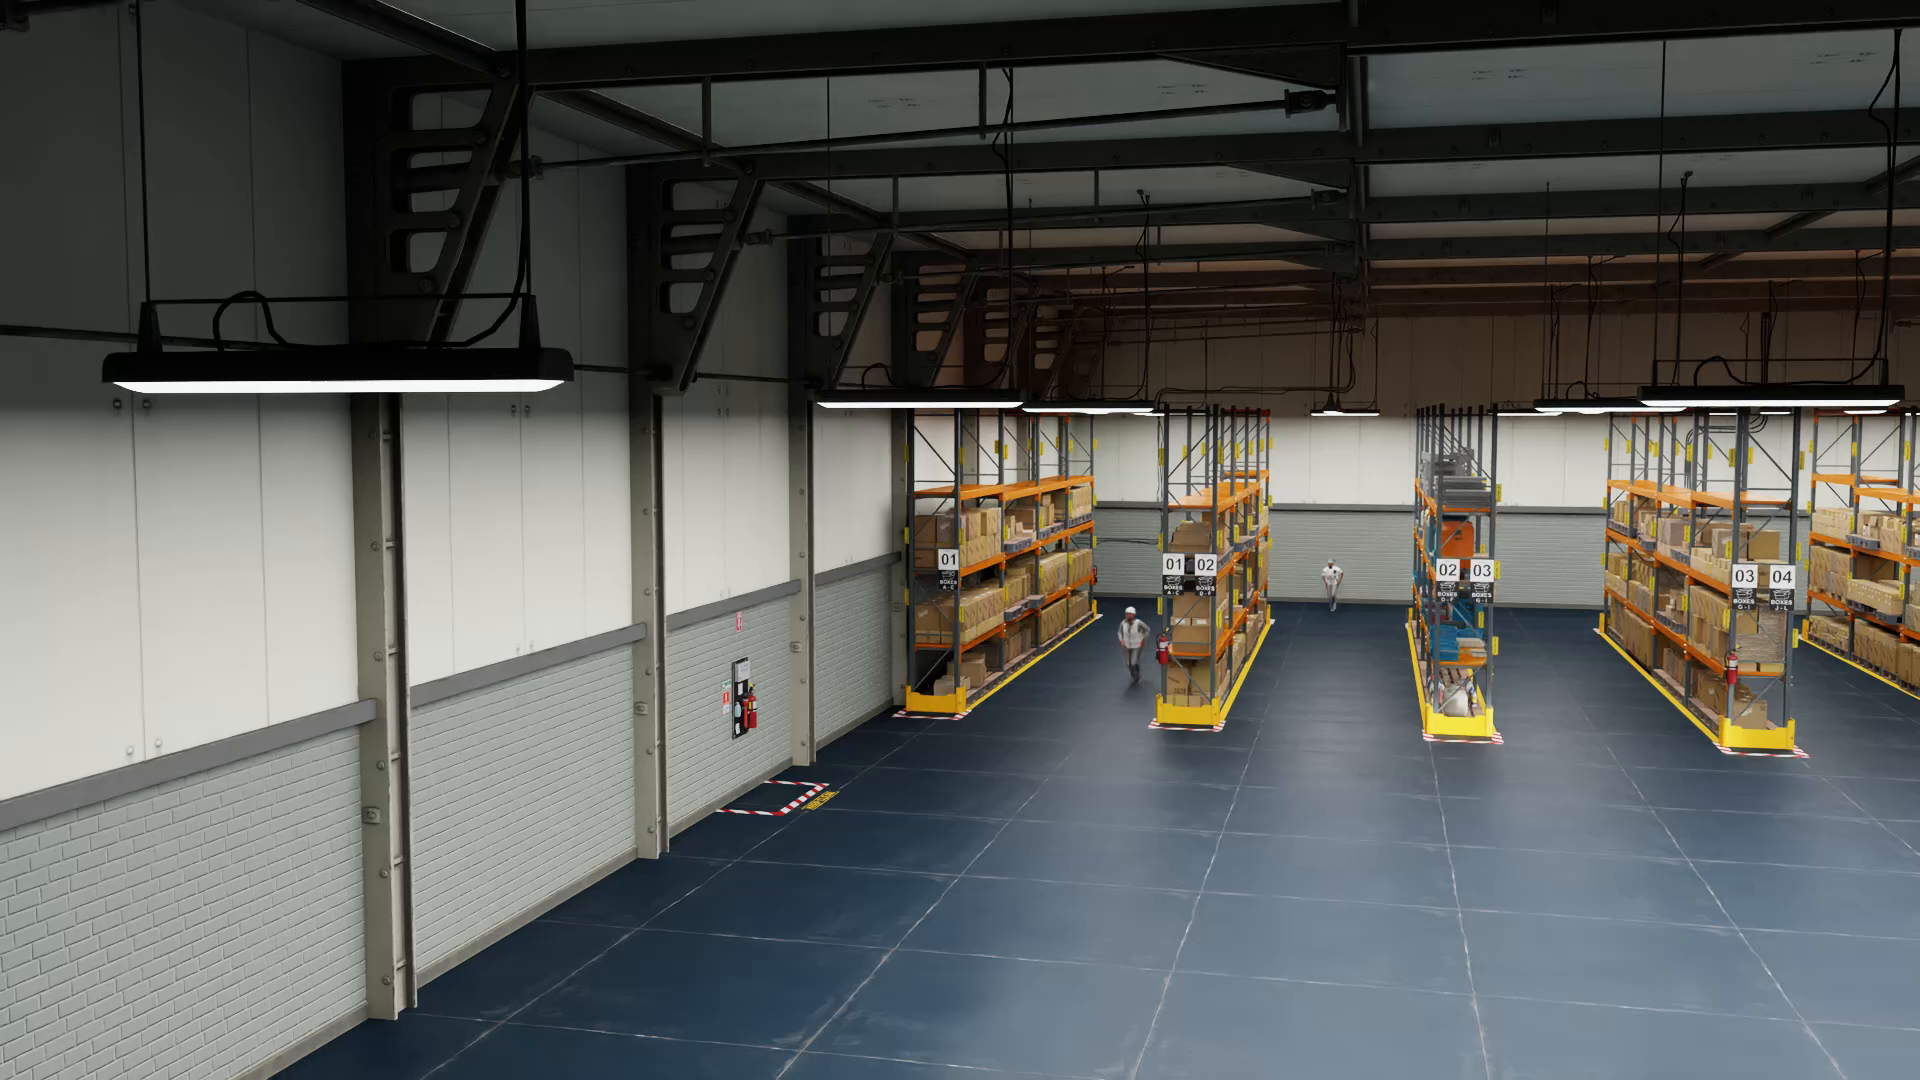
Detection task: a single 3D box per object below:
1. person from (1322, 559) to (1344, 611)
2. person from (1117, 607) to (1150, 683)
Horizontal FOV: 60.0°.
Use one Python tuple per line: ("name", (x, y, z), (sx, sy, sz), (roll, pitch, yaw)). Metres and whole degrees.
("person", (11.092, 1.327, 49.473), (0.610, 1.598, 0.734), (2, 5, 24))
("person", (3.753, 2.270, 35.852), (0.701, 1.688, 0.721), (2, 5, 23))
